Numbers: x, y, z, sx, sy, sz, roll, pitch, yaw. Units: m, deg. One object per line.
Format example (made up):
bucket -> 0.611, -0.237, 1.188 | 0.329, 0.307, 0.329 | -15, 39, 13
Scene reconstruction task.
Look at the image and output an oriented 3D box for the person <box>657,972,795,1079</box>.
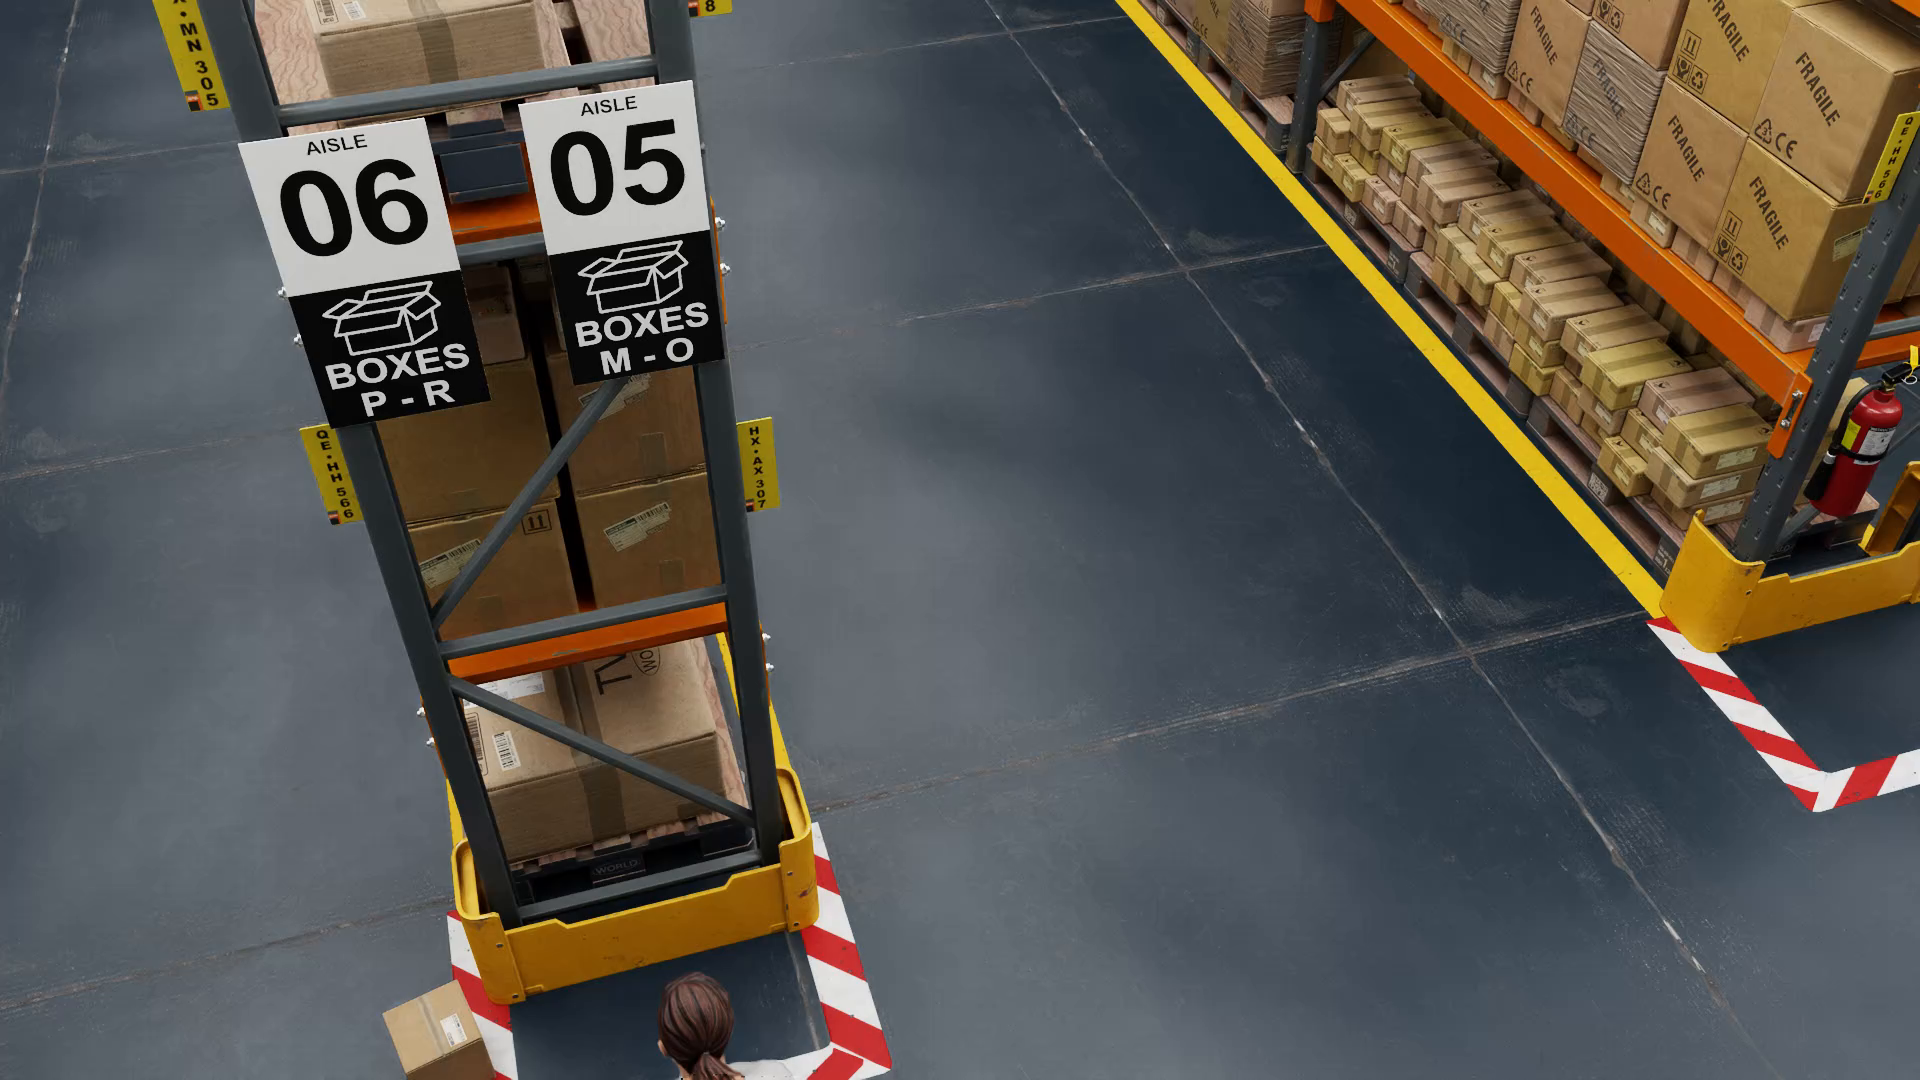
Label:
person -> -0.605, 1.695, 4.329 | 0.453, 1.652, 0.347 | -11, 44, -12
